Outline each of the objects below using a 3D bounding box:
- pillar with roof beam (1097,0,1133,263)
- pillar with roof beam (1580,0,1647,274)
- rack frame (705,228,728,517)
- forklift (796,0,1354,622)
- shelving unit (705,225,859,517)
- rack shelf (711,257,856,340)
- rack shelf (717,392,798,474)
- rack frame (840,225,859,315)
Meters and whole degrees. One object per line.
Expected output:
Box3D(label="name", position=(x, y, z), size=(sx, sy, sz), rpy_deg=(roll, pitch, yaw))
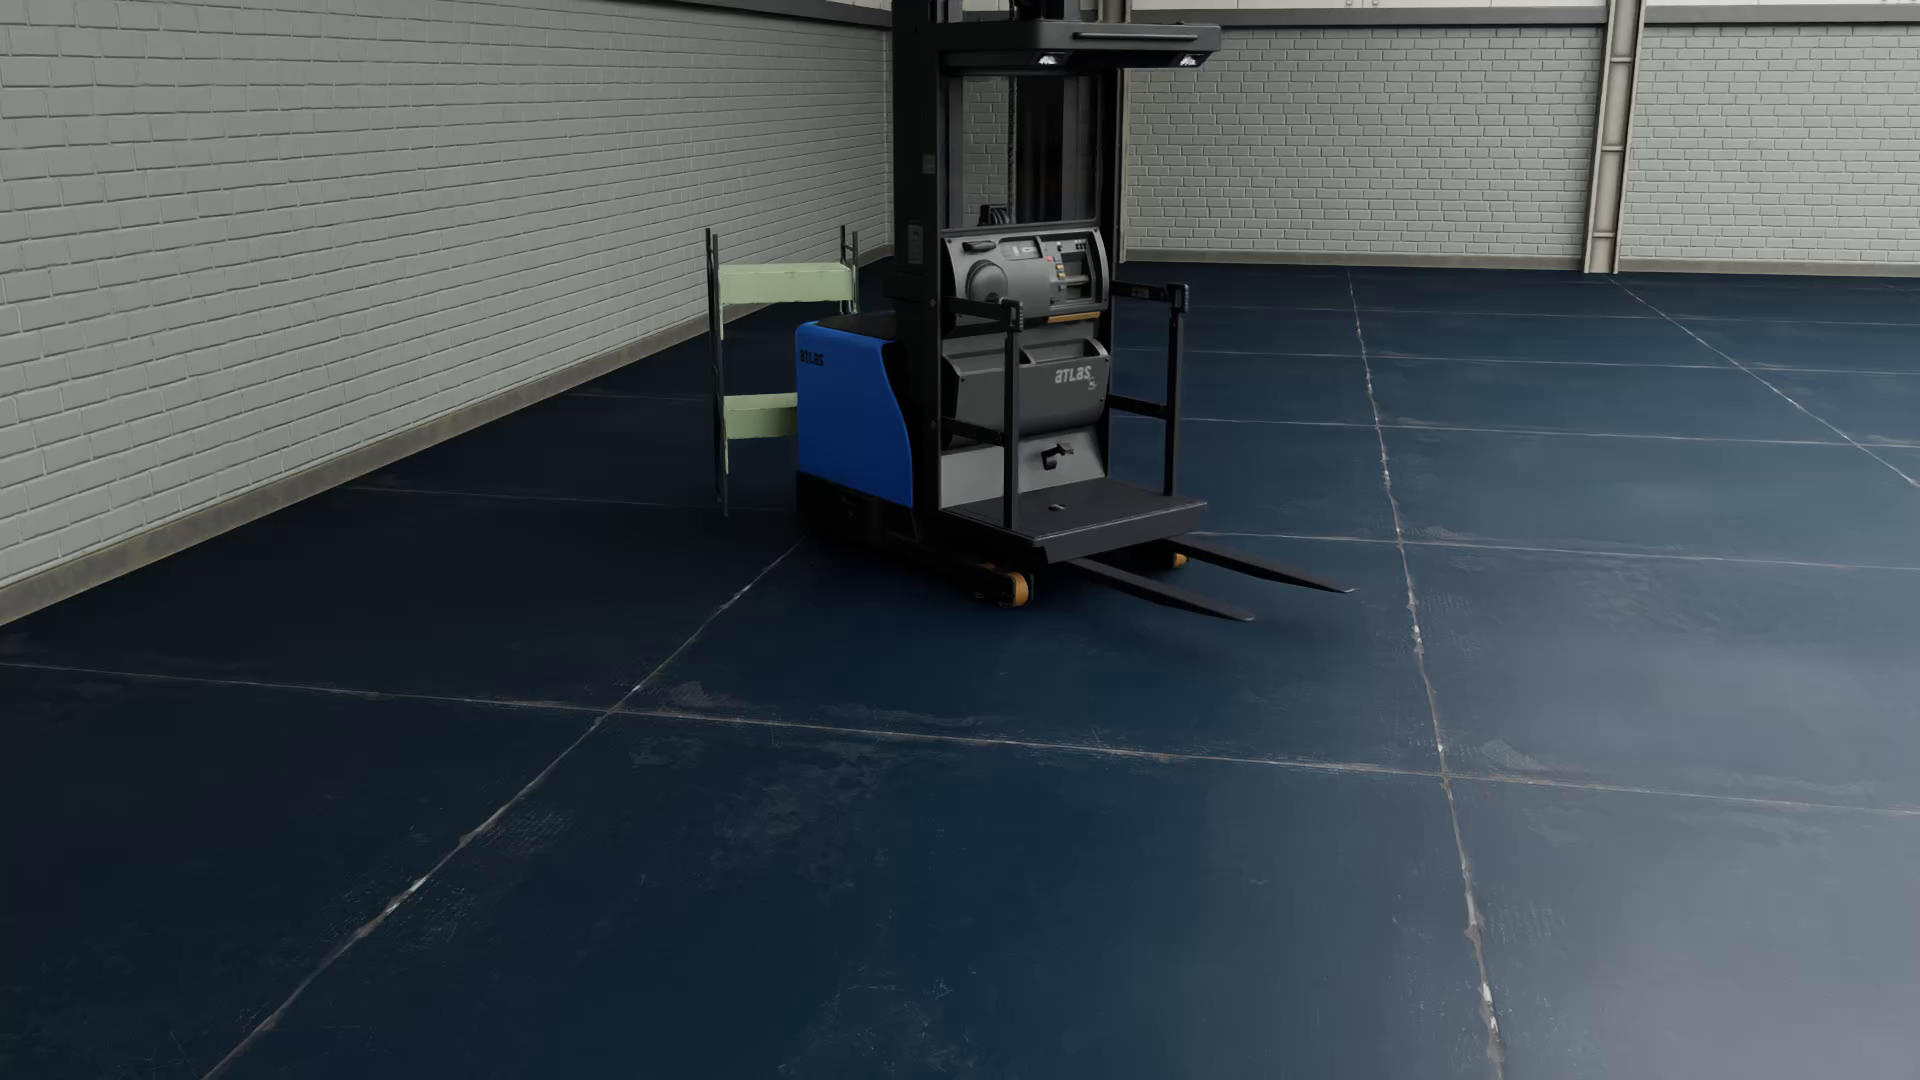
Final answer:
Box3D(label="pillar with roof beam", position=(1.068, -6.807, 16.208), size=(0.400, 9.000, 9.100), rpy_deg=(3, 16, 11))
Box3D(label="pillar with roof beam", position=(6.948, -6.488, 15.055), size=(0.400, 9.000, 9.100), rpy_deg=(3, 16, 11))
Box3D(label="rack frame", position=(-1.305, -0.899, 8.927), size=(0.023, 1.500, 0.400), rpy_deg=(-4, 16, -14))
Box3D(label="forklift", position=(0.449, -1.255, 7.531), size=(1.130, 2.935, 3.031), rpy_deg=(-12, 19, -36))
Box3D(label="shelving unit", position=(-0.950, -0.923, 9.013), size=(0.755, 1.500, 0.431), rpy_deg=(-4, 16, -14))
Box3D(label="rack shelf", position=(-0.950, -1.299, 8.909), size=(0.720, 0.370, 0.431), rpy_deg=(-4, 16, -14))
Box3D(label="rack shelf", position=(-0.950, -0.608, 9.100), size=(0.720, 0.370, 0.431), rpy_deg=(-4, 16, -14))
Box3D(label="rack frame", position=(-0.596, -0.946, 9.099), size=(0.023, 1.500, 0.400), rpy_deg=(-4, 16, -14))
